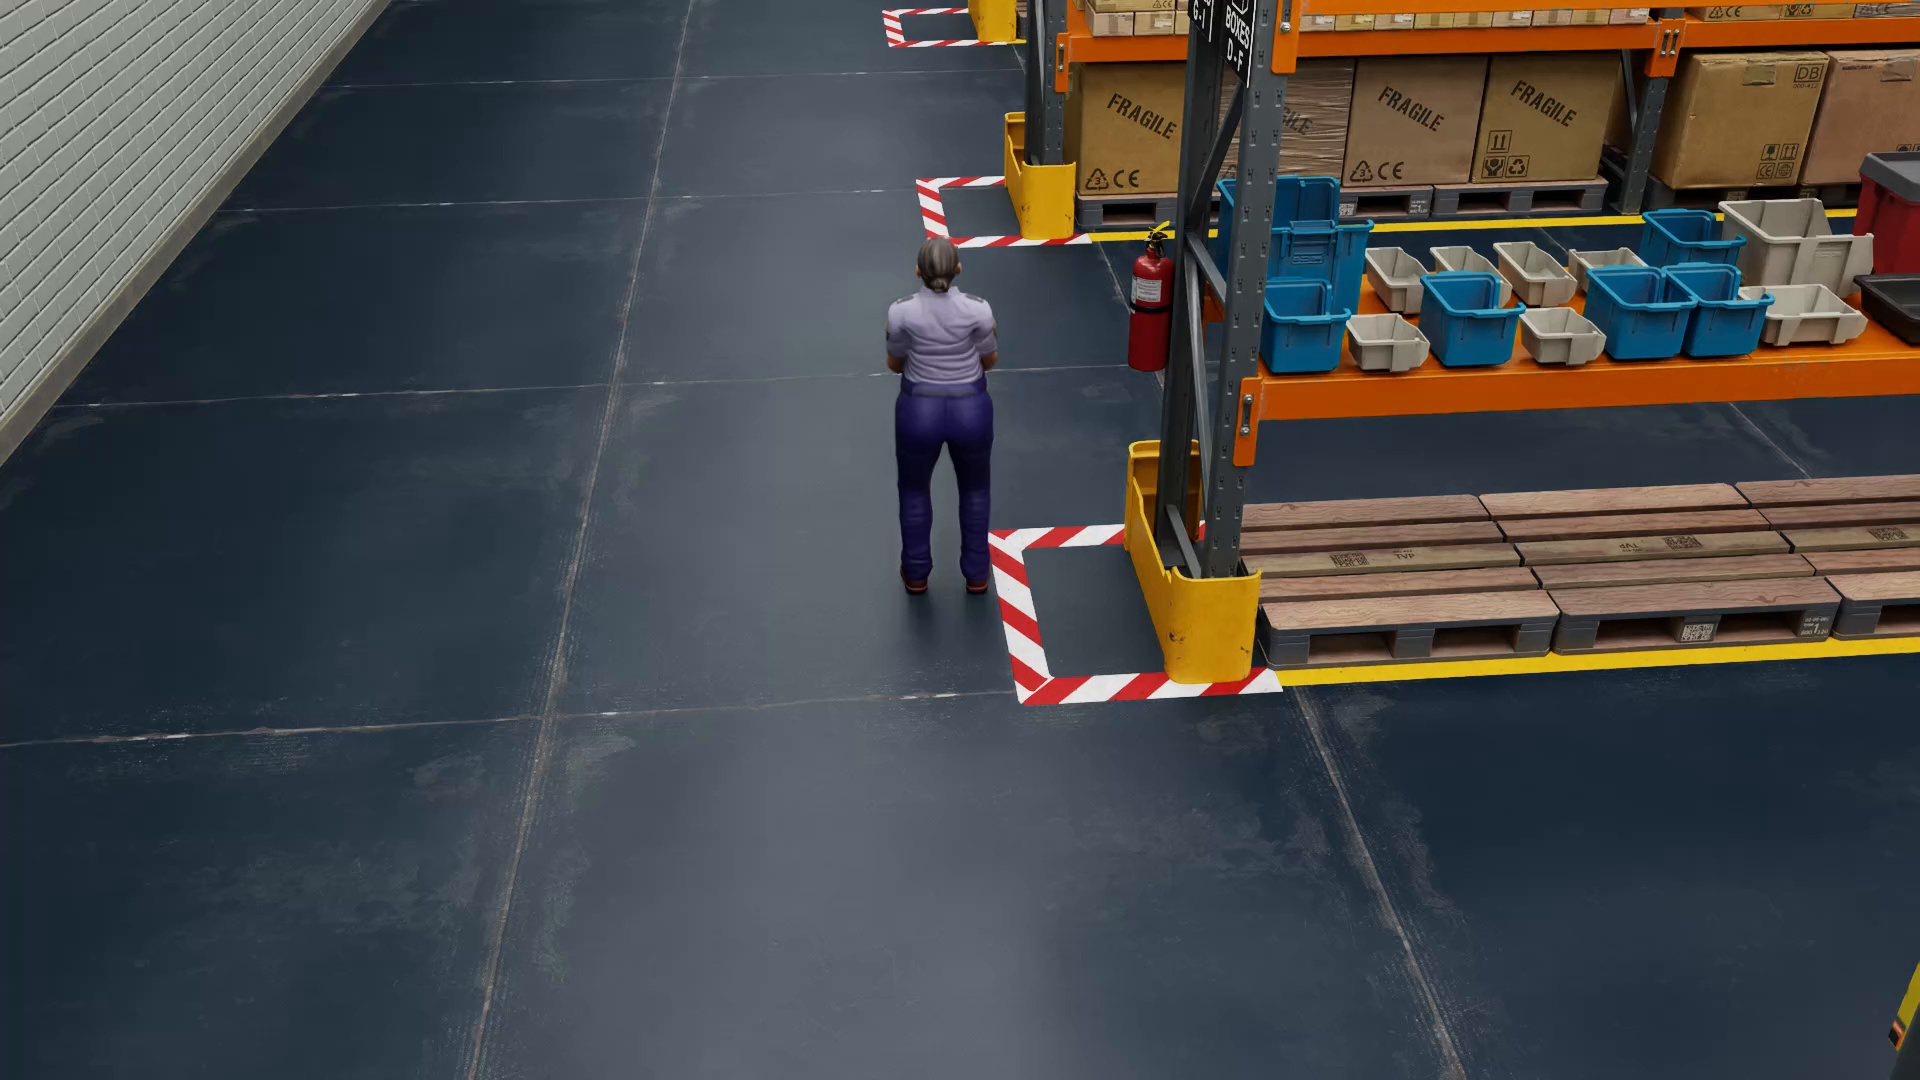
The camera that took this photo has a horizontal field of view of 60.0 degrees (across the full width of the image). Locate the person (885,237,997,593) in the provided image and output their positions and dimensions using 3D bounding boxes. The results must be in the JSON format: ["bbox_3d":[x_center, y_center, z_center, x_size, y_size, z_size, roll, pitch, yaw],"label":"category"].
[{"bbox_3d":[-0.077,-0.556,7.068,0.460,1.640,0.518,-1,31,-2],"label":"person"}]
